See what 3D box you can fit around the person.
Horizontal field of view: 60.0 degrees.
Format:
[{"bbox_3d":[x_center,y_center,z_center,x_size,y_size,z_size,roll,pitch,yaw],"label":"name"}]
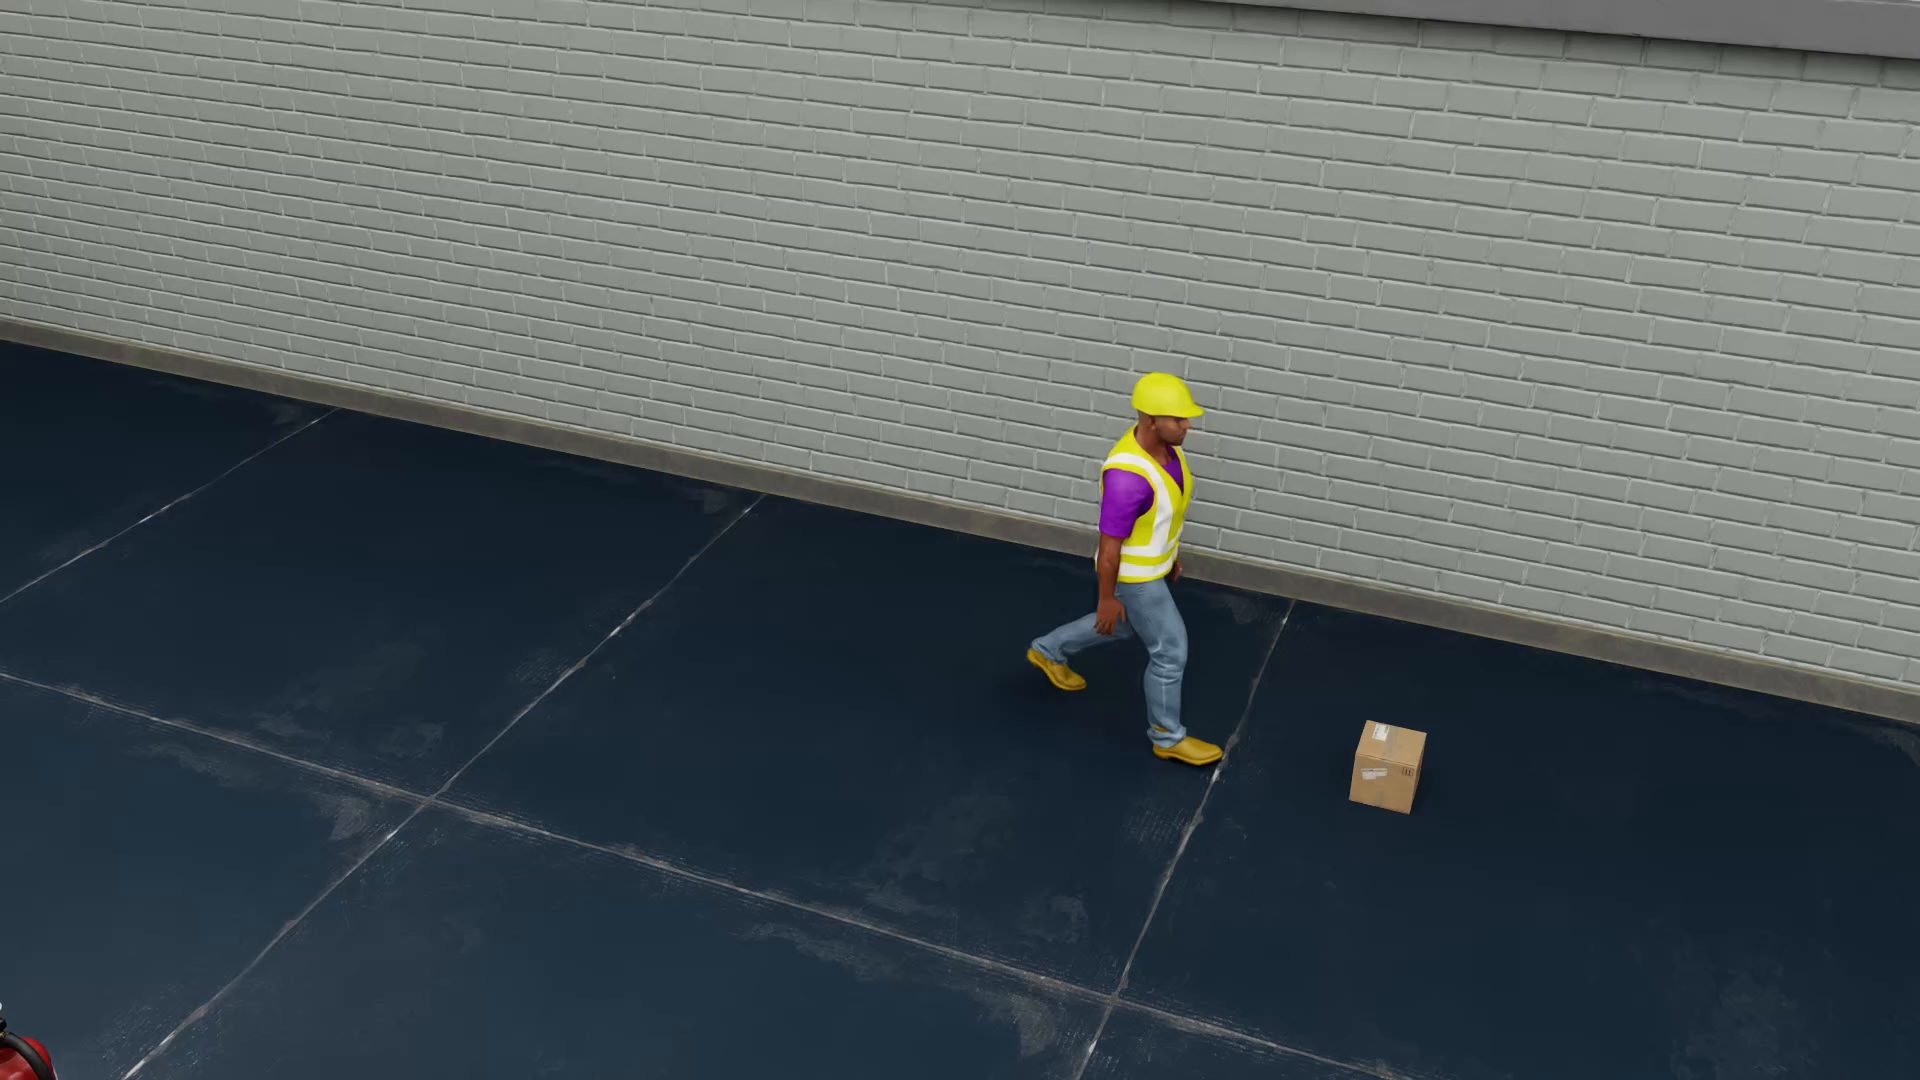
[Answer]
[{"bbox_3d":[0.703,0.092,6.949,0.963,1.737,0.589,10,31,17],"label":"person"}]
